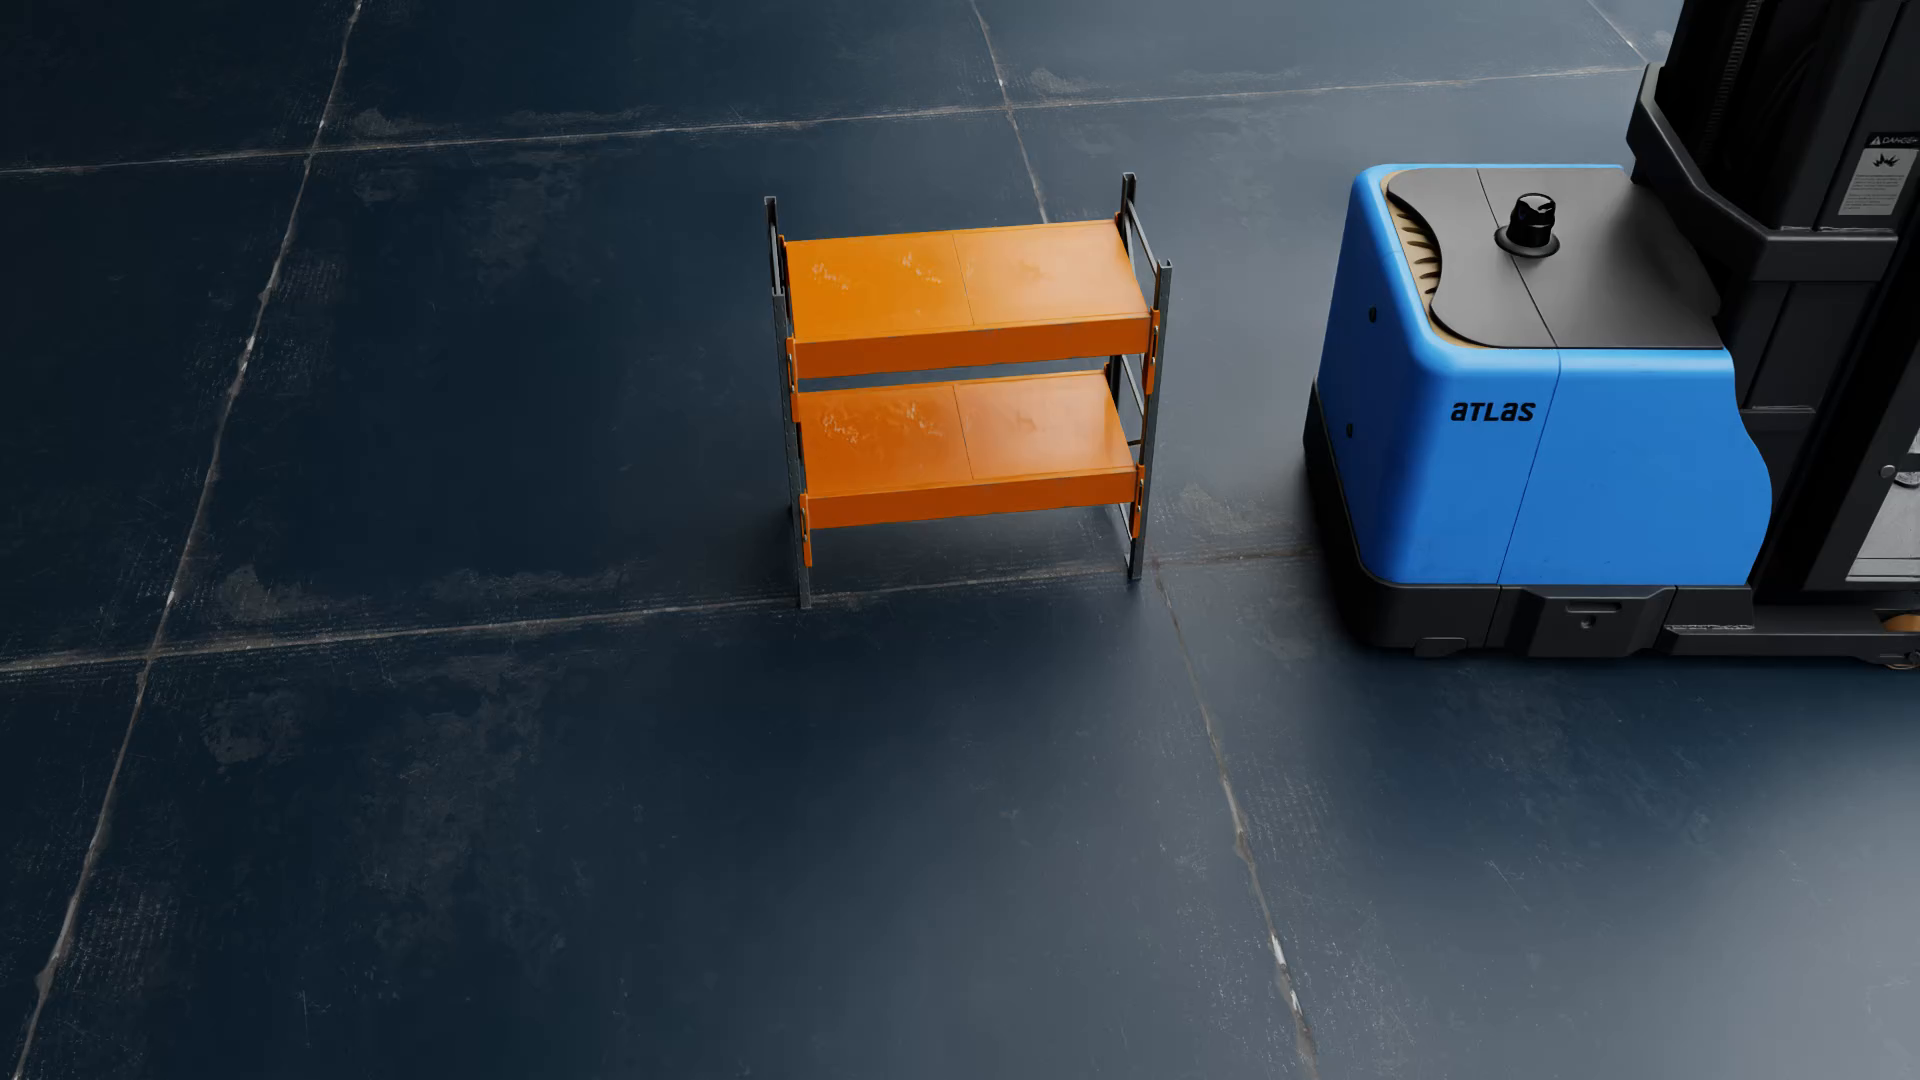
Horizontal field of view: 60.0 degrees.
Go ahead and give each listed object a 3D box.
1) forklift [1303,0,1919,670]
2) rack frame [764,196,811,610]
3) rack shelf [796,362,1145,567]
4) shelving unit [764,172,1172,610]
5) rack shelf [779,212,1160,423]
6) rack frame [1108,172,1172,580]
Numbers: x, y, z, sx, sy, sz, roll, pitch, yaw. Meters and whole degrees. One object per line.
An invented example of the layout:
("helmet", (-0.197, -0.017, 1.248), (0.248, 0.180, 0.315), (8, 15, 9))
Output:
("forklift", (2.647, -1.071, 4.249), (3.031, 2.935, 1.130), (0, 42, 0))
("rack frame", (-0.497, -0.374, 4.825), (0.032, 1.125, 0.500), (-5, 42, -6))
("rack shelf", (0.007, -0.237, 5.038), (1.000, 0.278, 0.538), (-5, 42, -6))
("shelving unit", (0.007, -0.418, 4.874), (1.048, 1.125, 0.538), (-5, 42, -6))
("rack shelf", (0.007, -0.636, 4.678), (1.000, 0.278, 0.538), (-5, 42, -6))
("rack frame", (0.511, -0.462, 4.923), (0.032, 1.125, 0.500), (-5, 42, -6))
